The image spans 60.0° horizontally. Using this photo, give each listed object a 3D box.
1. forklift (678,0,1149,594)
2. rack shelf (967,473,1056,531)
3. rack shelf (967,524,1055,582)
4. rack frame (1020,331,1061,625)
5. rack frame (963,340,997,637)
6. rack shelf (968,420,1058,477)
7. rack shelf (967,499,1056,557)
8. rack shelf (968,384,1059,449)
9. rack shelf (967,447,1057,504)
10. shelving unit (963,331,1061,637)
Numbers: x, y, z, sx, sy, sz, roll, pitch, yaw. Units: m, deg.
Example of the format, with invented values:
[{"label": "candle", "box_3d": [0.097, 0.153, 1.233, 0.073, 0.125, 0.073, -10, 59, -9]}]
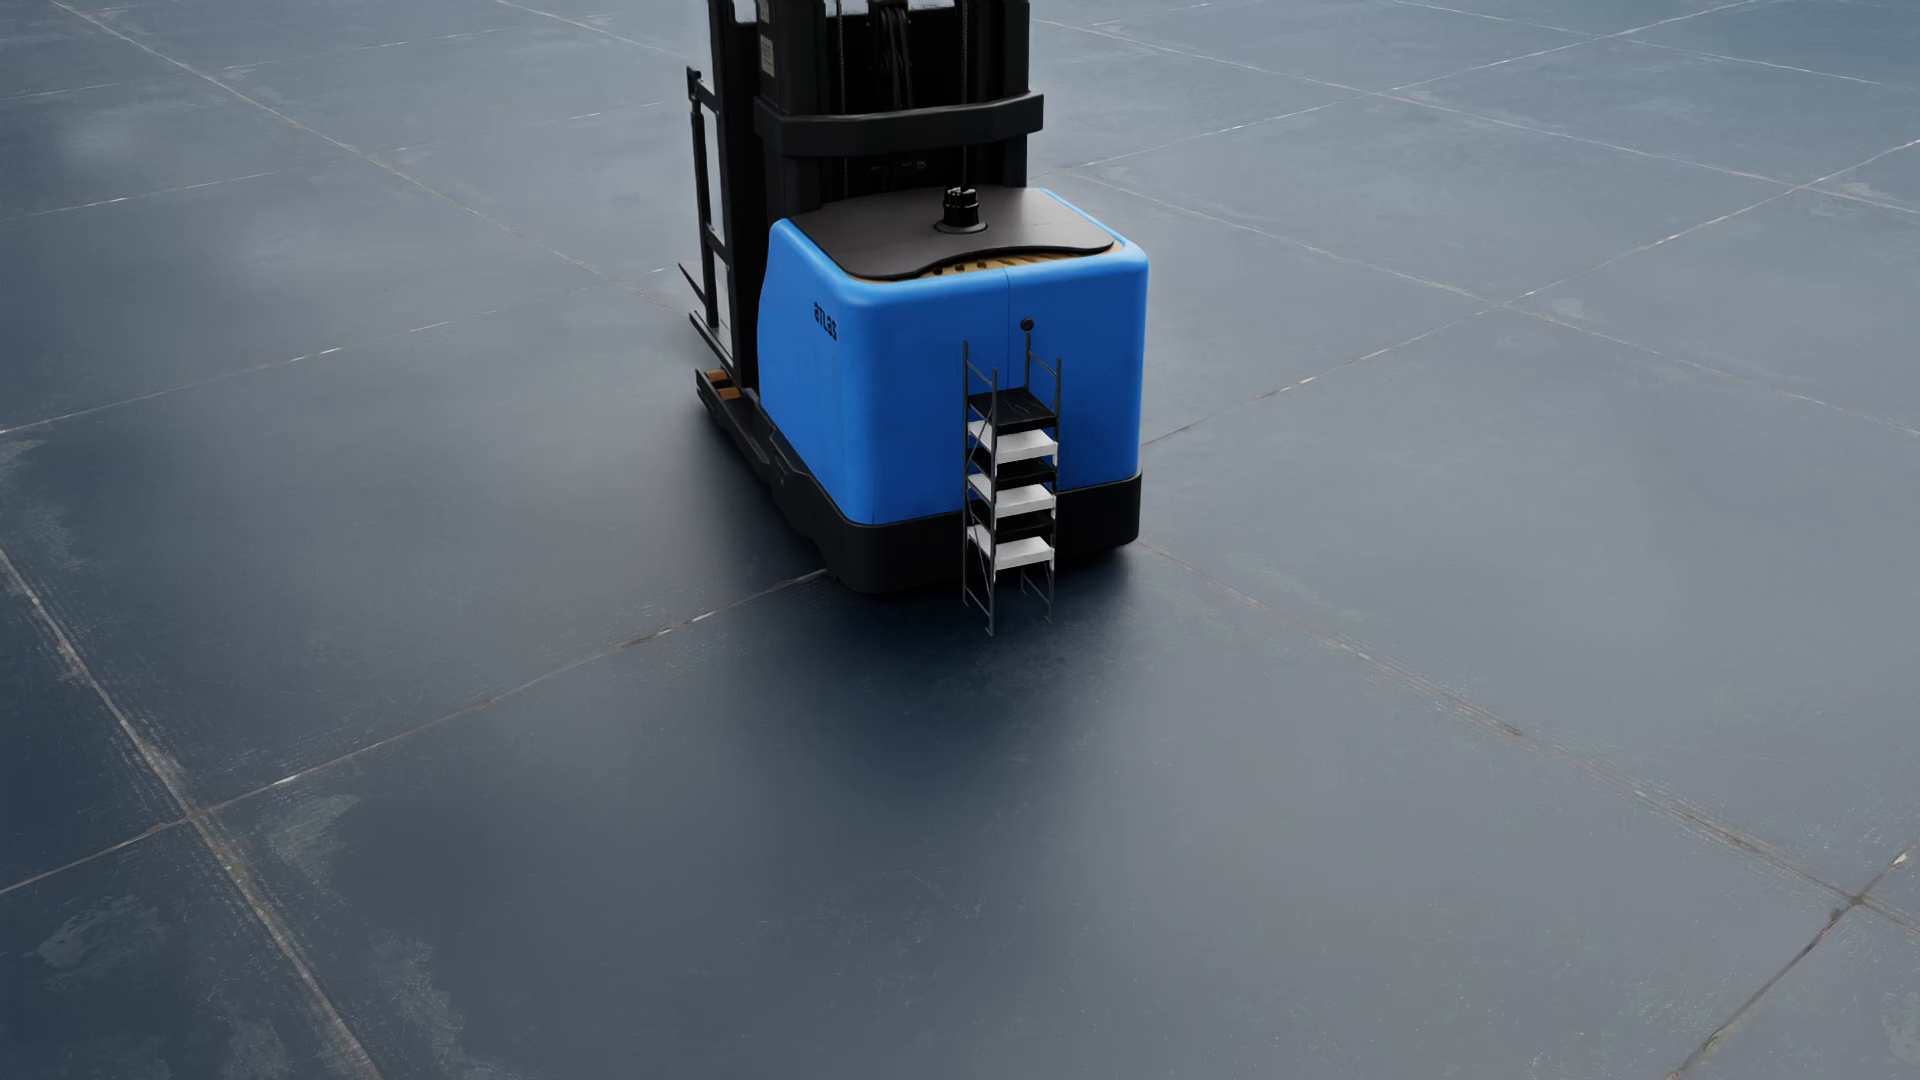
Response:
[{"label": "forklift", "box_3d": [-0.419, -1.796, 6.001, 1.130, 2.935, 3.031, -11, 30, -19]}, {"label": "rack shelf", "box_3d": [0.152, -0.134, 5.116, 0.200, 0.077, 0.258, -11, 30, -19]}, {"label": "rack shelf", "box_3d": [0.151, 0.024, 5.202, 0.200, 0.077, 0.258, -11, 30, -19]}, {"label": "rack frame", "box_3d": [0.246, -0.182, 5.134, 0.006, 0.900, 0.240, -11, 30, -19]}, {"label": "rack frame", "box_3d": [0.058, -0.146, 5.066, 0.006, 0.900, 0.240, -11, 30, -19]}, {"label": "rack shelf", "box_3d": [0.152, -0.293, 5.031, 0.200, 0.077, 0.258, -11, 30, -19]}, {"label": "rack shelf", "box_3d": [0.152, -0.055, 5.159, 0.200, 0.077, 0.258, -11, 30, -19]}, {"label": "rack shelf", "box_3d": [0.152, -0.372, 4.988, 0.200, 0.077, 0.258, -11, 30, -19]}, {"label": "rack shelf", "box_3d": [0.152, -0.214, 5.073, 0.200, 0.077, 0.258, -11, 30, -19]}, {"label": "shelving unit", "box_3d": [0.152, -0.164, 5.100, 0.210, 0.900, 0.258, -11, 30, -19]}]
